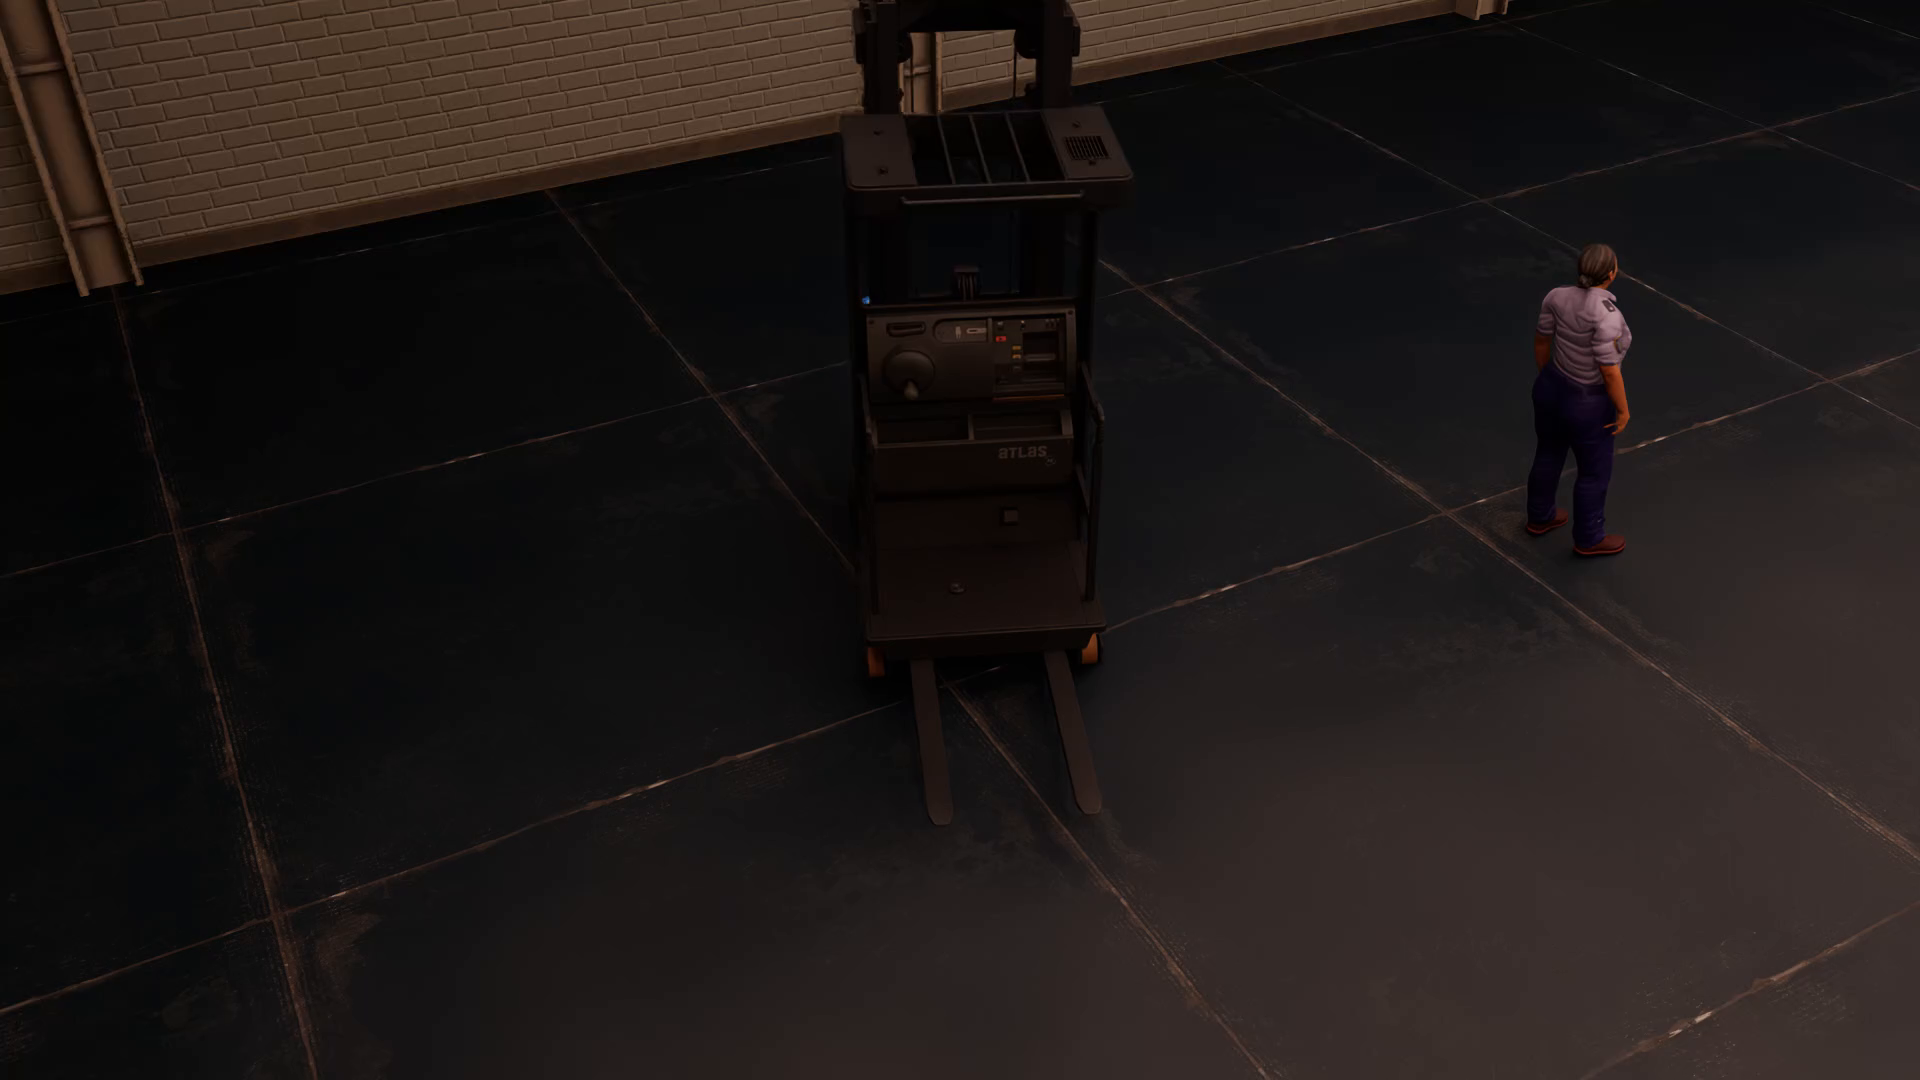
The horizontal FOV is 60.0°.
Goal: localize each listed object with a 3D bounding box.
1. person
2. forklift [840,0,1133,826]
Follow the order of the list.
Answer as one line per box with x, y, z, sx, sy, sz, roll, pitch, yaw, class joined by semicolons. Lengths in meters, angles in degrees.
3.118;-0.711;8.236;0.487;1.656;0.583;-17;38;-22;person
0.077;-0.760;7.199;1.130;2.935;3.031;-3;35;-5;forklift
